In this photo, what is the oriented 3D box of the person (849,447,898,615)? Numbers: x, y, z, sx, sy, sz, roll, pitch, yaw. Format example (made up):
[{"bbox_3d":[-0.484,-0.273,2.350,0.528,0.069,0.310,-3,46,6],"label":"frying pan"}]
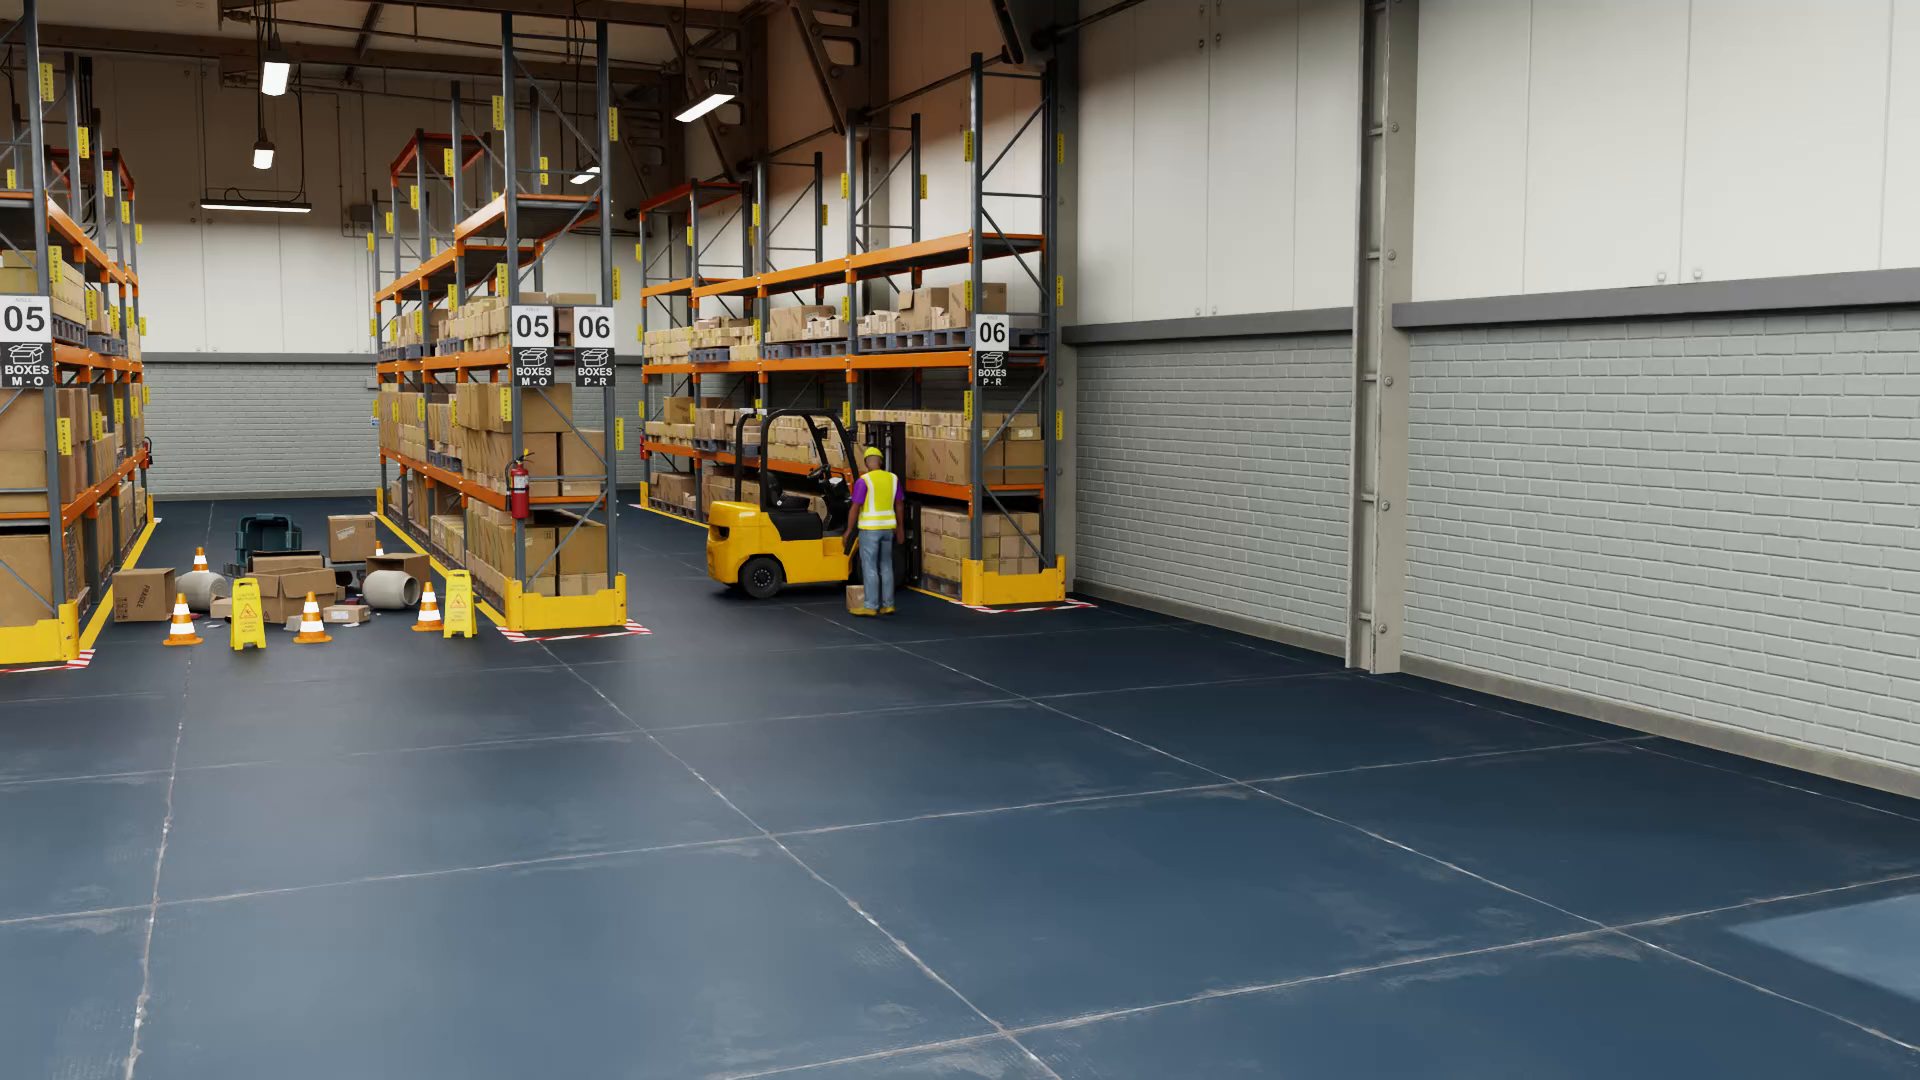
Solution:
[{"bbox_3d":[-0.886,-0.078,17.514,0.486,1.798,0.368,-5,7,-42],"label":"person"}]
